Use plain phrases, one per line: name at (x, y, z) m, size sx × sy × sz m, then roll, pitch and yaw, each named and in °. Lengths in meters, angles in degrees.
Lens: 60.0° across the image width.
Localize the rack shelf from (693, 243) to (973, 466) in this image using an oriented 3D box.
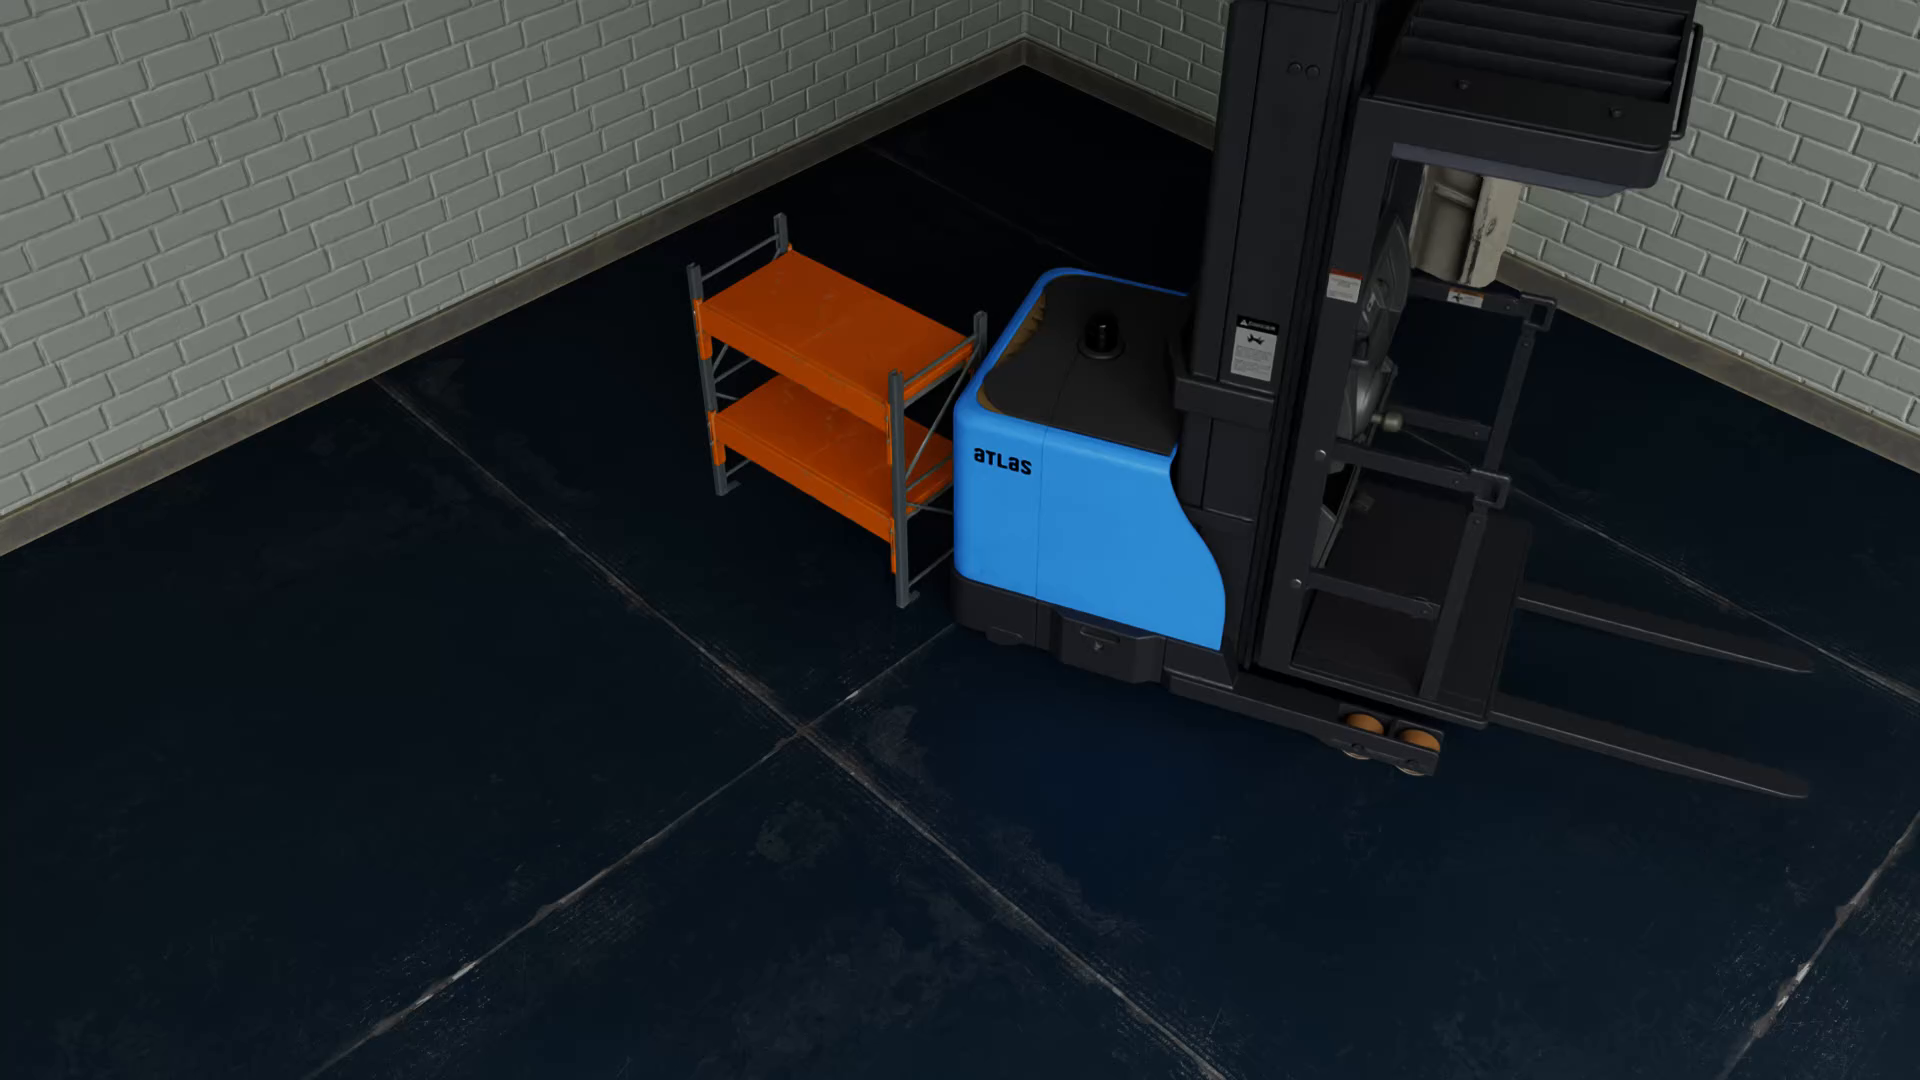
rack shelf at (-0.461, -0.719, 6.268) m, size 1.000 × 0.278 × 0.538 m, roll 30°, pitch 51°, yaw 28°

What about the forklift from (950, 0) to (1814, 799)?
forklift at (1.529, -0.660, 5.305) m, size 3.031 × 2.935 × 1.130 m, roll 16°, pitch 45°, yaw 16°

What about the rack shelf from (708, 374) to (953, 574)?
rack shelf at (-0.461, -0.325, 6.633) m, size 1.000 × 0.278 × 0.538 m, roll 30°, pitch 51°, yaw 28°

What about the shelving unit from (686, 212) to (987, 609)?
shelving unit at (-0.461, -0.504, 6.467) m, size 1.048 × 1.125 × 0.538 m, roll 30°, pitch 51°, yaw 28°

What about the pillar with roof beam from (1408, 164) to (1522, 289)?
pillar with roof beam at (-0.658, -2.555, 2.884) m, size 9.100 × 9.000 × 0.400 m, roll -34°, pitch 53°, yaw -31°

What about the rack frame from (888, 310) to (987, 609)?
rack frame at (-0.074, -0.280, 6.225) m, size 0.032 × 1.125 × 0.500 m, roll 30°, pitch 51°, yaw 28°

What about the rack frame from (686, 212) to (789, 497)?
rack frame at (-0.848, -0.728, 6.709) m, size 0.032 × 1.125 × 0.500 m, roll 30°, pitch 51°, yaw 28°
